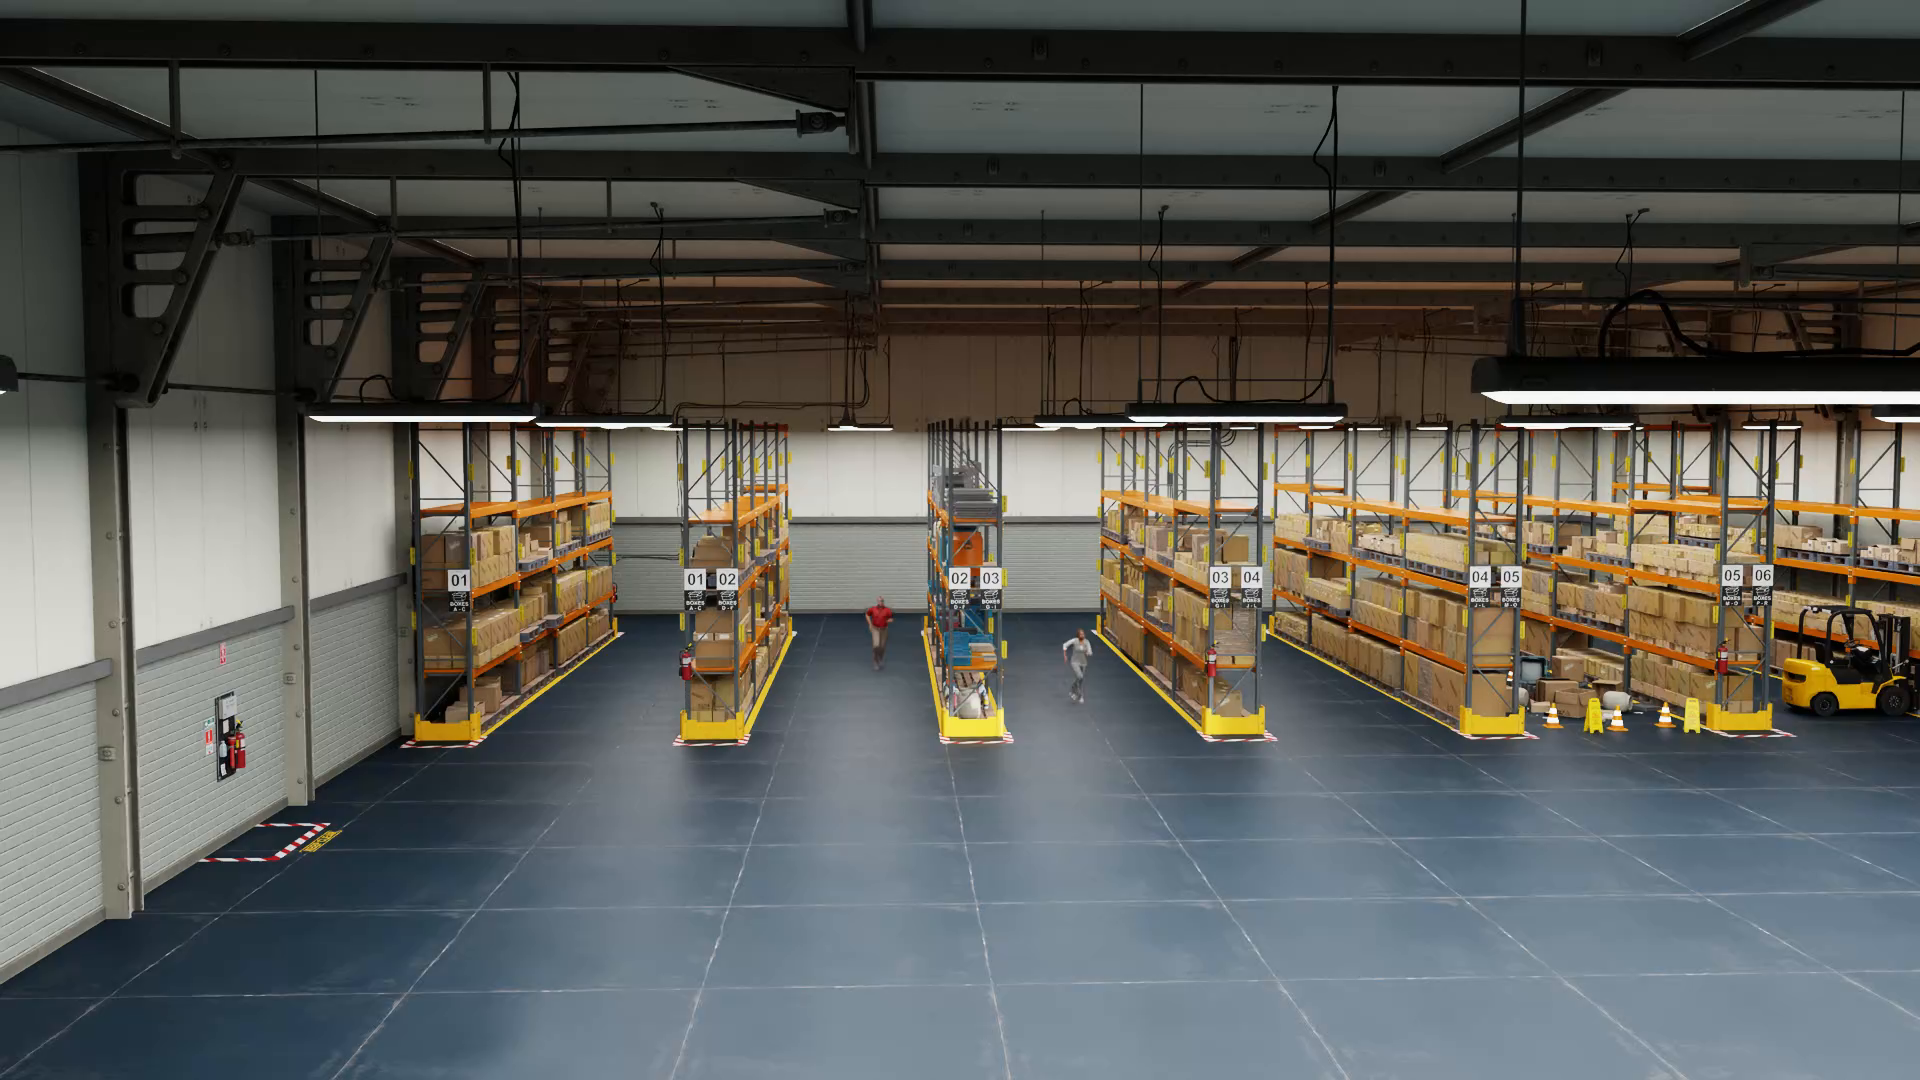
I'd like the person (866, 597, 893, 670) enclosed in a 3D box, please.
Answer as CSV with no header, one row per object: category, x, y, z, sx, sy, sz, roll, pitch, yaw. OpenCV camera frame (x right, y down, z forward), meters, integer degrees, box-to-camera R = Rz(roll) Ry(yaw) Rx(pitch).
person,-1.947,2.283,40.570,0.638,1.801,0.794,-1,4,-12

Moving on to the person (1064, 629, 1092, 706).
person,2.503,2.672,35.240,0.555,1.615,0.790,-1,4,-17

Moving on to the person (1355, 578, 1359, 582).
person,11.167,1.895,47.047,0.612,1.647,0.593,0,4,-4
